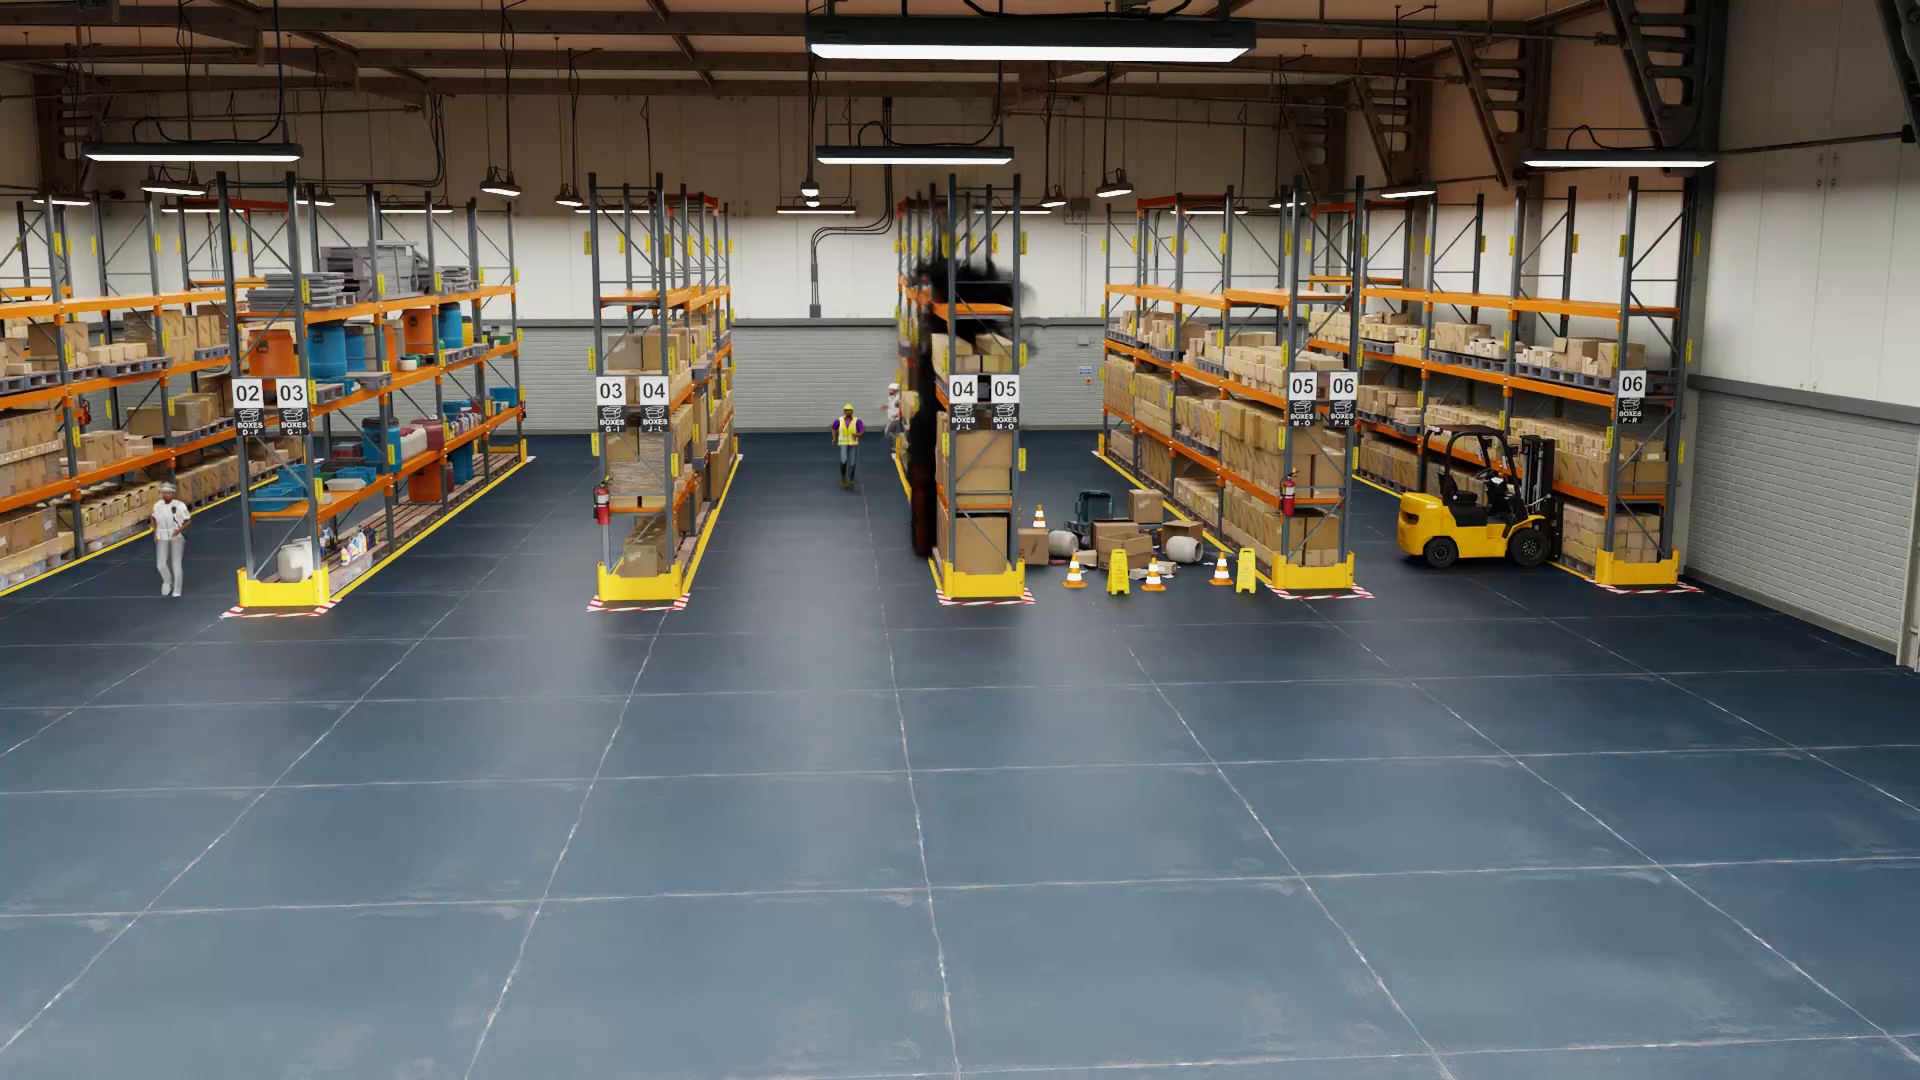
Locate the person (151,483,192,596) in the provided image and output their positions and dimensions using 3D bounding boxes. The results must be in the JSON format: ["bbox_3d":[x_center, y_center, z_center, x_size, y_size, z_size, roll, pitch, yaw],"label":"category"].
[{"bbox_3d":[-11.362,0.000,23.936,0.584,1.652,0.586,-2,10,-12],"label":"person"}]

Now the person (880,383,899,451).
[{"bbox_3d":[-1.647,-3.005,40.826,0.626,1.714,0.678,-2,10,-14],"label":"person"}]

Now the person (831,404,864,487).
[{"bbox_3d":[-2.345,-1.978,34.814,0.687,1.734,0.668,-1,10,-5],"label":"person"}]
